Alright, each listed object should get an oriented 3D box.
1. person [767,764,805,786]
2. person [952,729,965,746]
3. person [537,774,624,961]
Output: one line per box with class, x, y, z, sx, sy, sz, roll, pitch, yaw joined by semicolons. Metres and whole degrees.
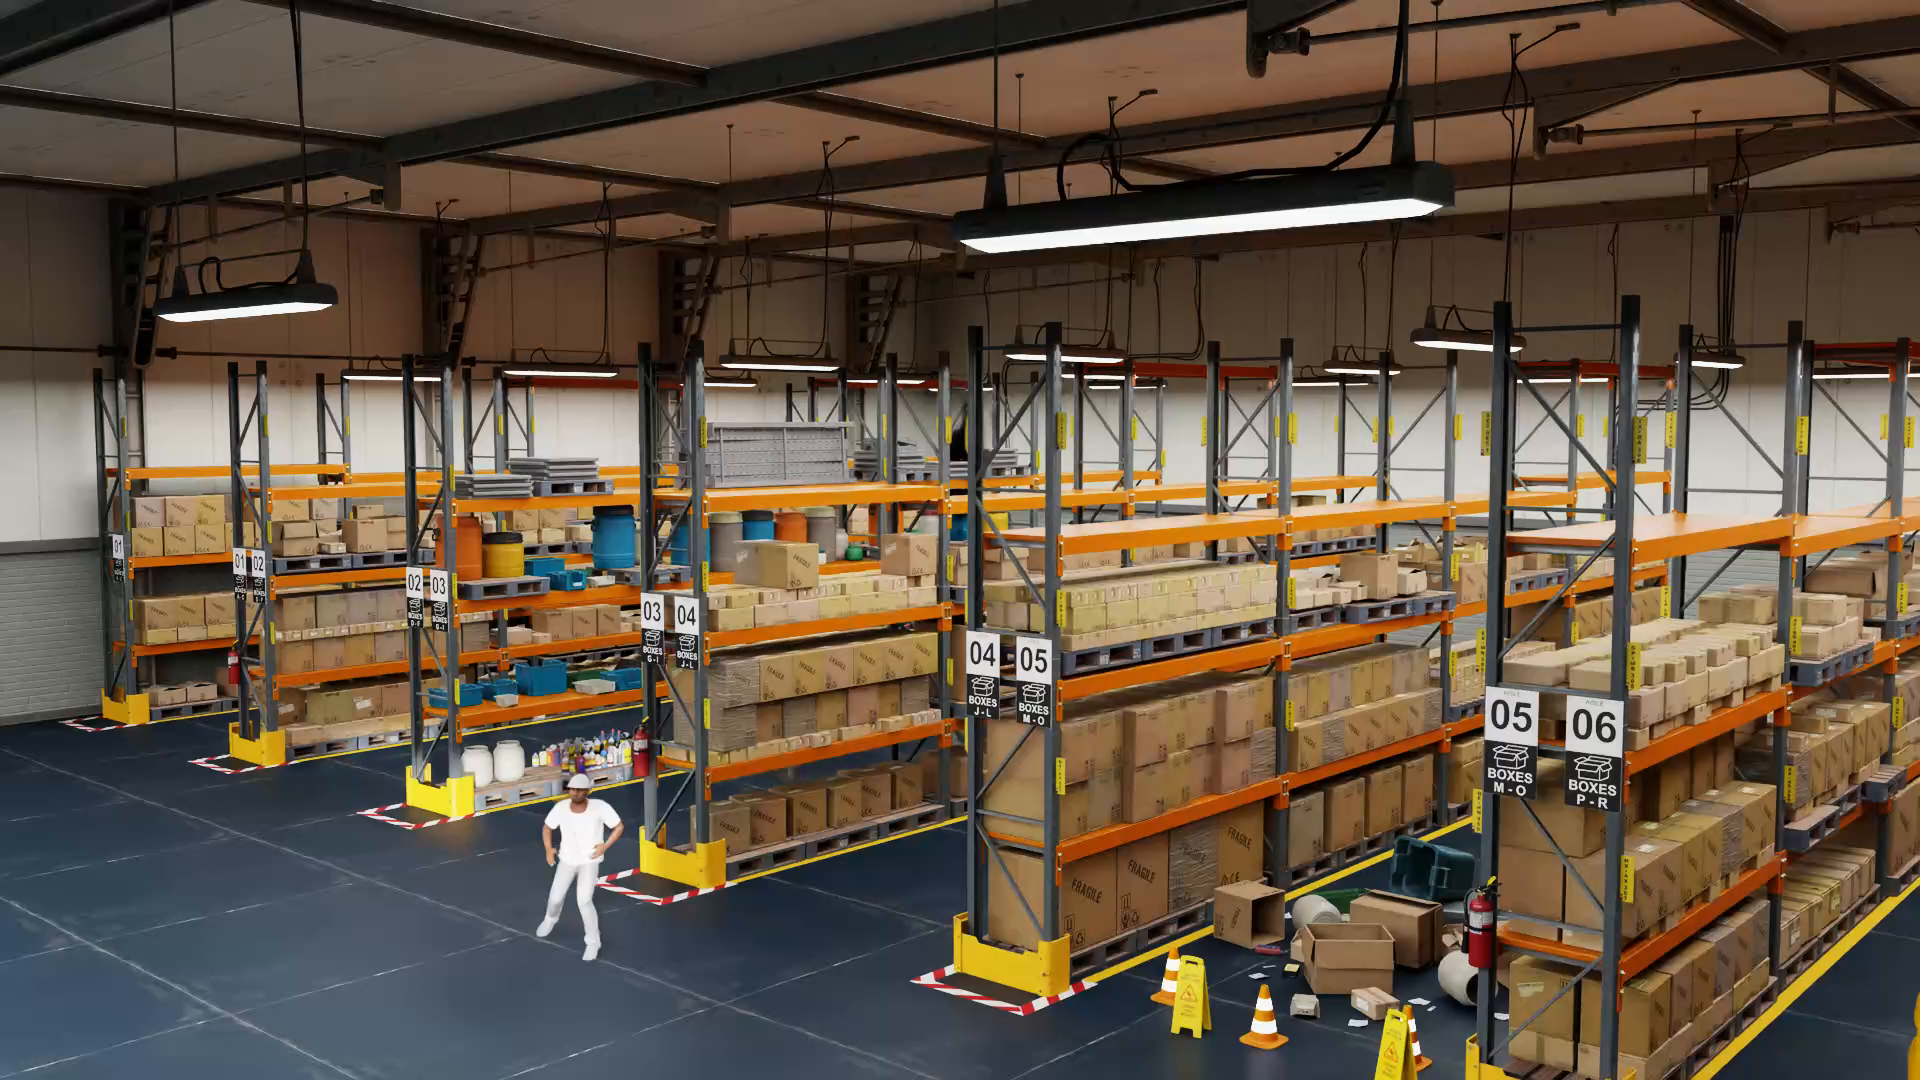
person;-2.315;2.780;22.257;0.777;1.567;0.648;-4;6;-44
person;0.007;2.475;25.086;0.716;1.738;0.727;3;5;33
person;-3.729;3.129;16.148;0.915;1.761;0.744;0;4;3
